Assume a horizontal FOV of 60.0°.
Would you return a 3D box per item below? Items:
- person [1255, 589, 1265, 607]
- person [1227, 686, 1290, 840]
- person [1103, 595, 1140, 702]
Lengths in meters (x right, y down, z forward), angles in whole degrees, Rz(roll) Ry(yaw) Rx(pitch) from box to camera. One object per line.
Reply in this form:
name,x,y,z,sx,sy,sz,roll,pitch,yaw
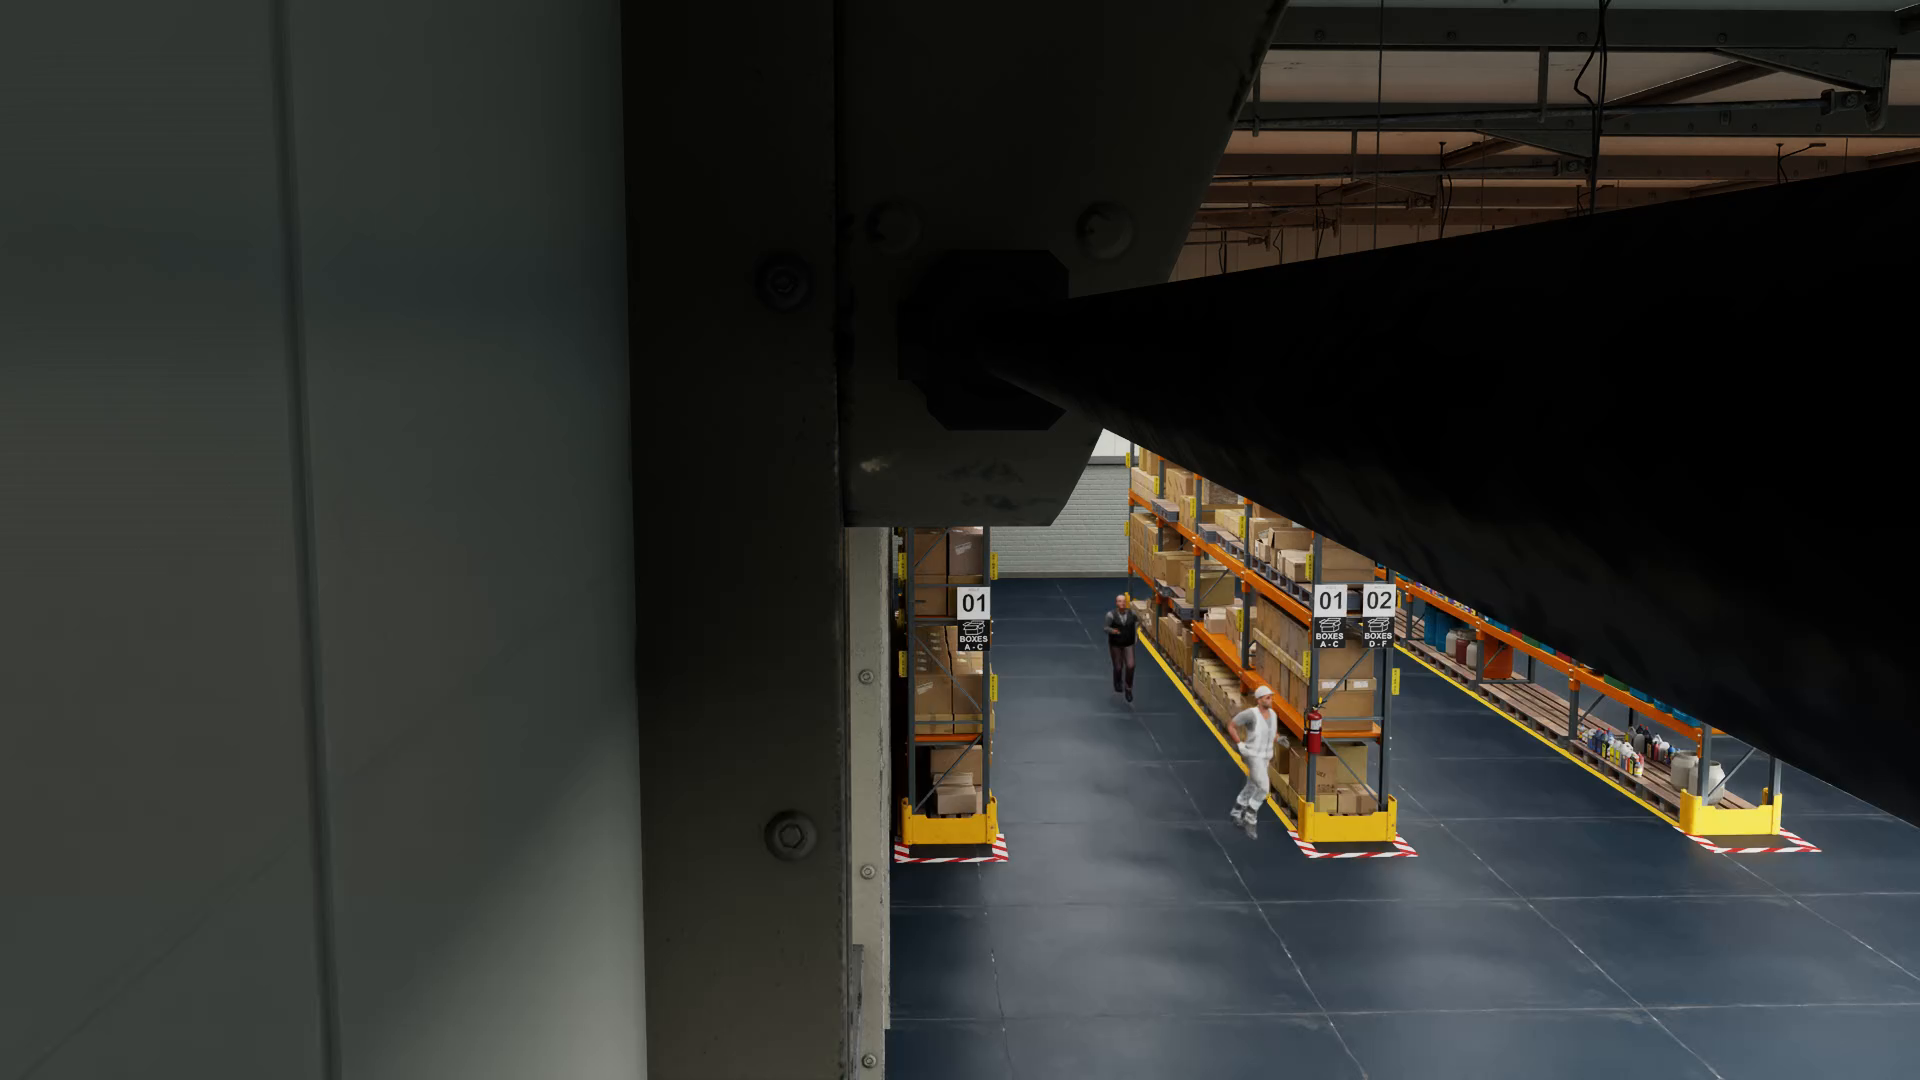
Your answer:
person,6.285,1.085,34.575,0.583,1.641,0.820,-2,7,-13
person,3.617,2.658,20.121,0.656,1.806,0.744,-6,10,-40
person,2.678,1.772,27.542,0.638,1.748,0.779,0,7,1
